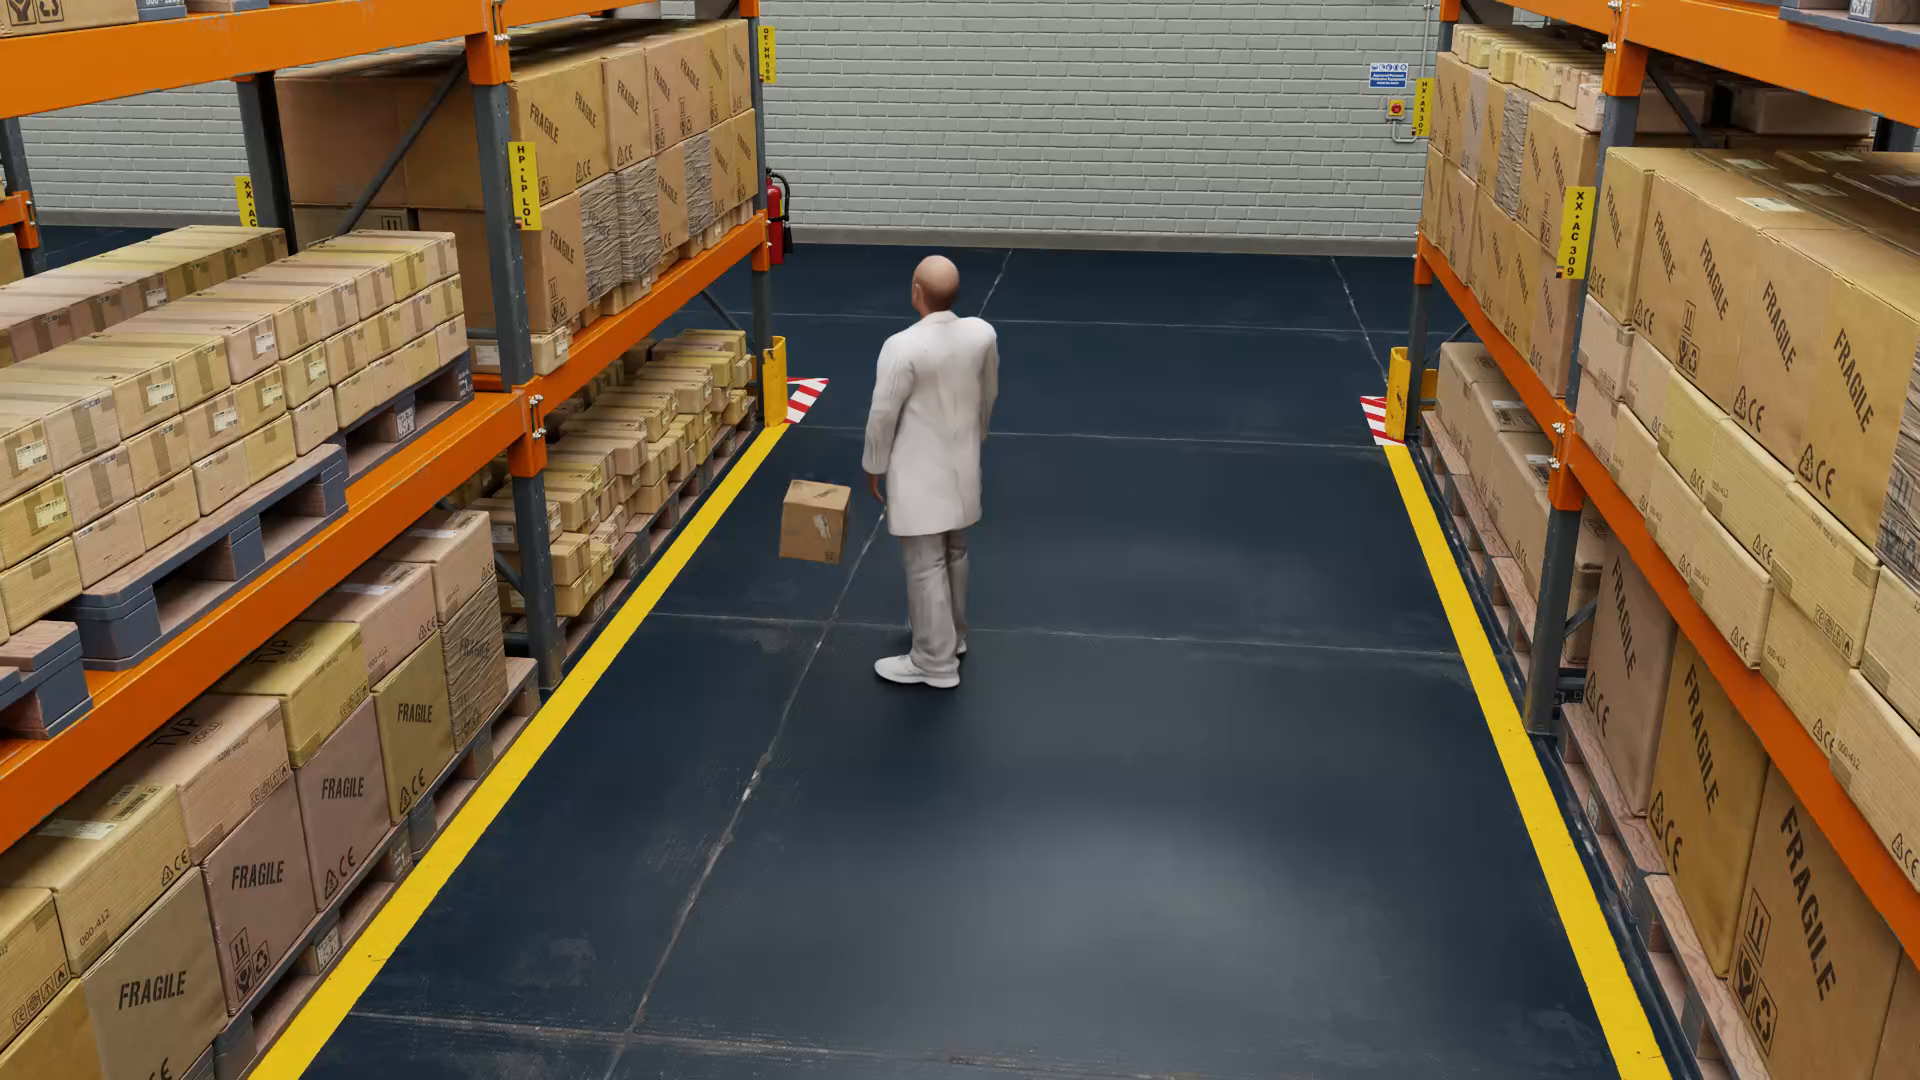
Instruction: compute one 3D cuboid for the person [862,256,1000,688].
[{"bbox_3d":[-0.159,-0.310,6.873,0.640,1.778,0.613,-16,26,-36],"label":"person"}]
